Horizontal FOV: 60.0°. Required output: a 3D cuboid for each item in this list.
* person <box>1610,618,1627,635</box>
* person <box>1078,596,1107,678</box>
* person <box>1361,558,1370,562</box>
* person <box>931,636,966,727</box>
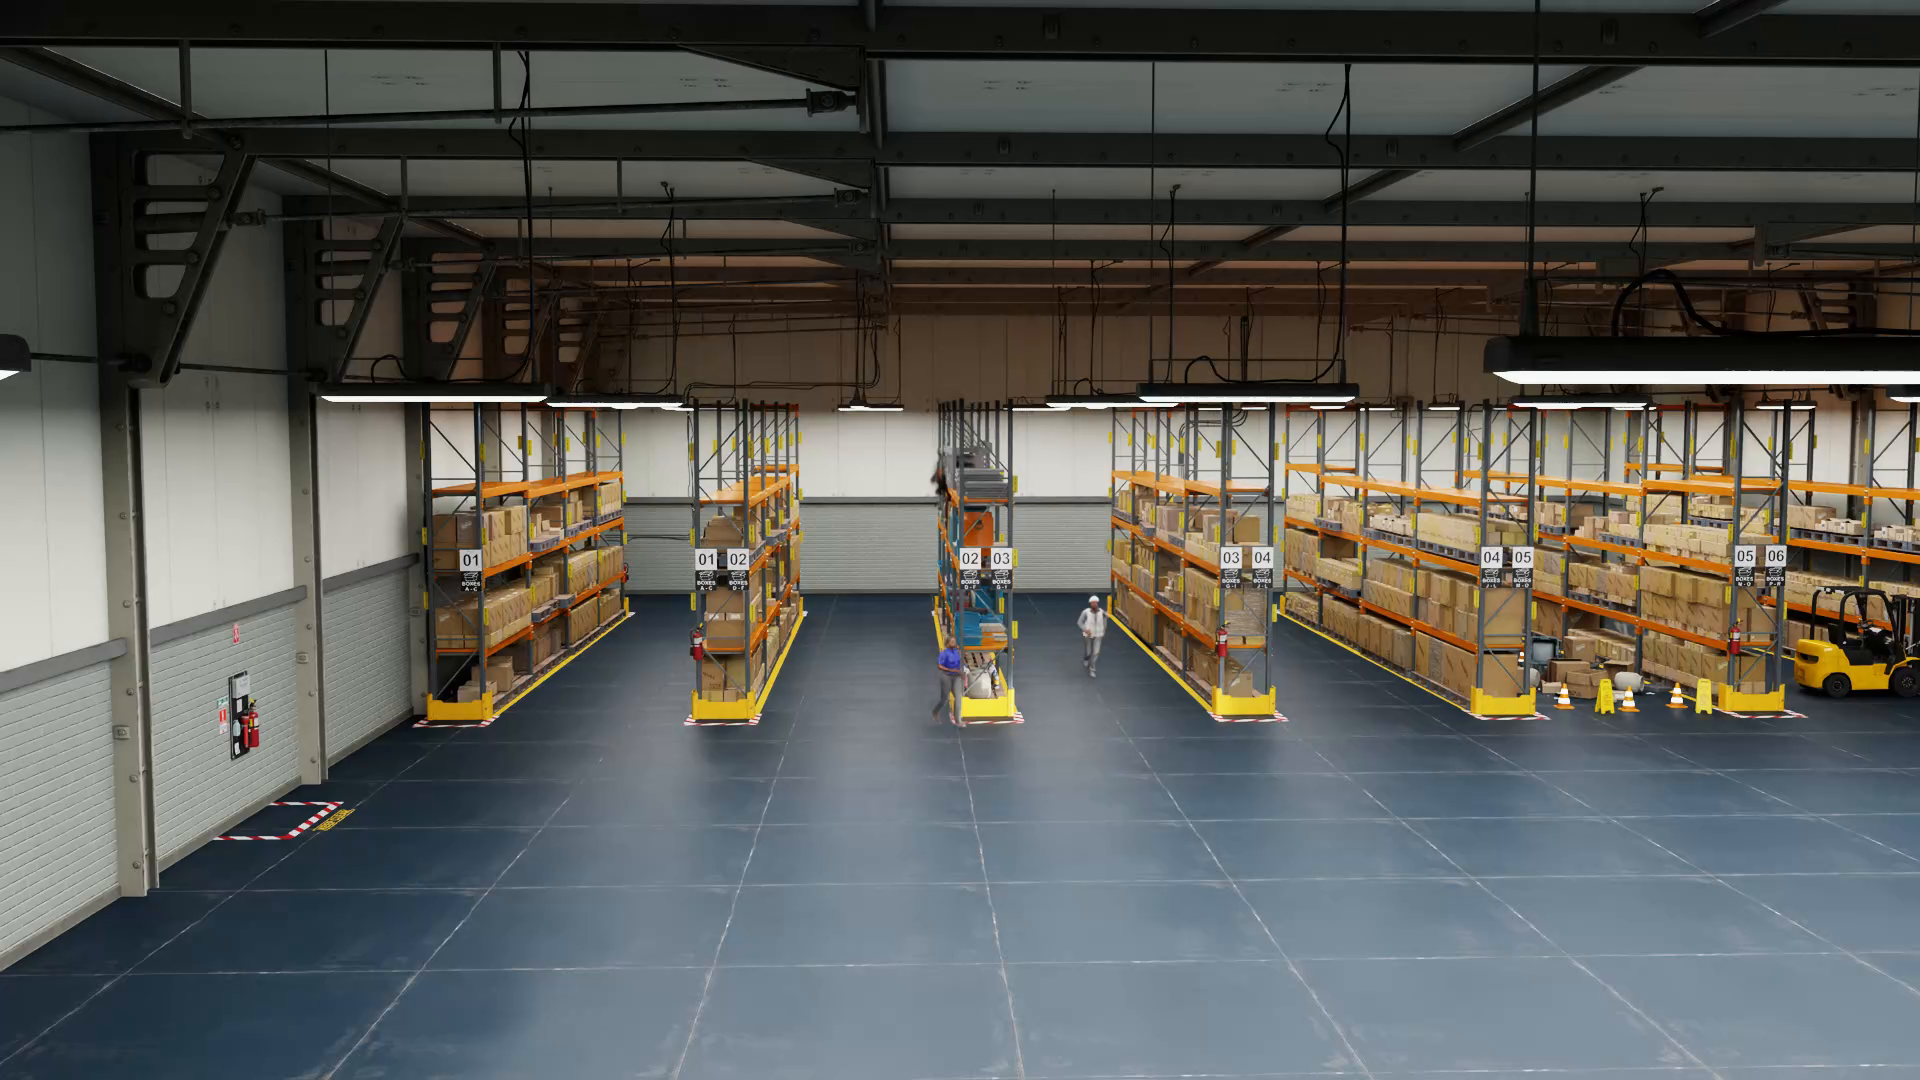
[{"bbox_3d":[16.624,1.718,41.838,0.625,1.645,0.591,0,4,-2],"label":"person"},{"bbox_3d":[2.909,2.094,36.419,0.683,1.765,0.895,-1,4,-8],"label":"person"},{"bbox_3d":[11.398,1.311,47.108,0.595,1.660,0.584,-1,5,-17],"label":"person"},{"bbox_3d":[-0.184,2.568,30.430,0.595,1.644,0.841,-4,6,-41],"label":"person"}]
